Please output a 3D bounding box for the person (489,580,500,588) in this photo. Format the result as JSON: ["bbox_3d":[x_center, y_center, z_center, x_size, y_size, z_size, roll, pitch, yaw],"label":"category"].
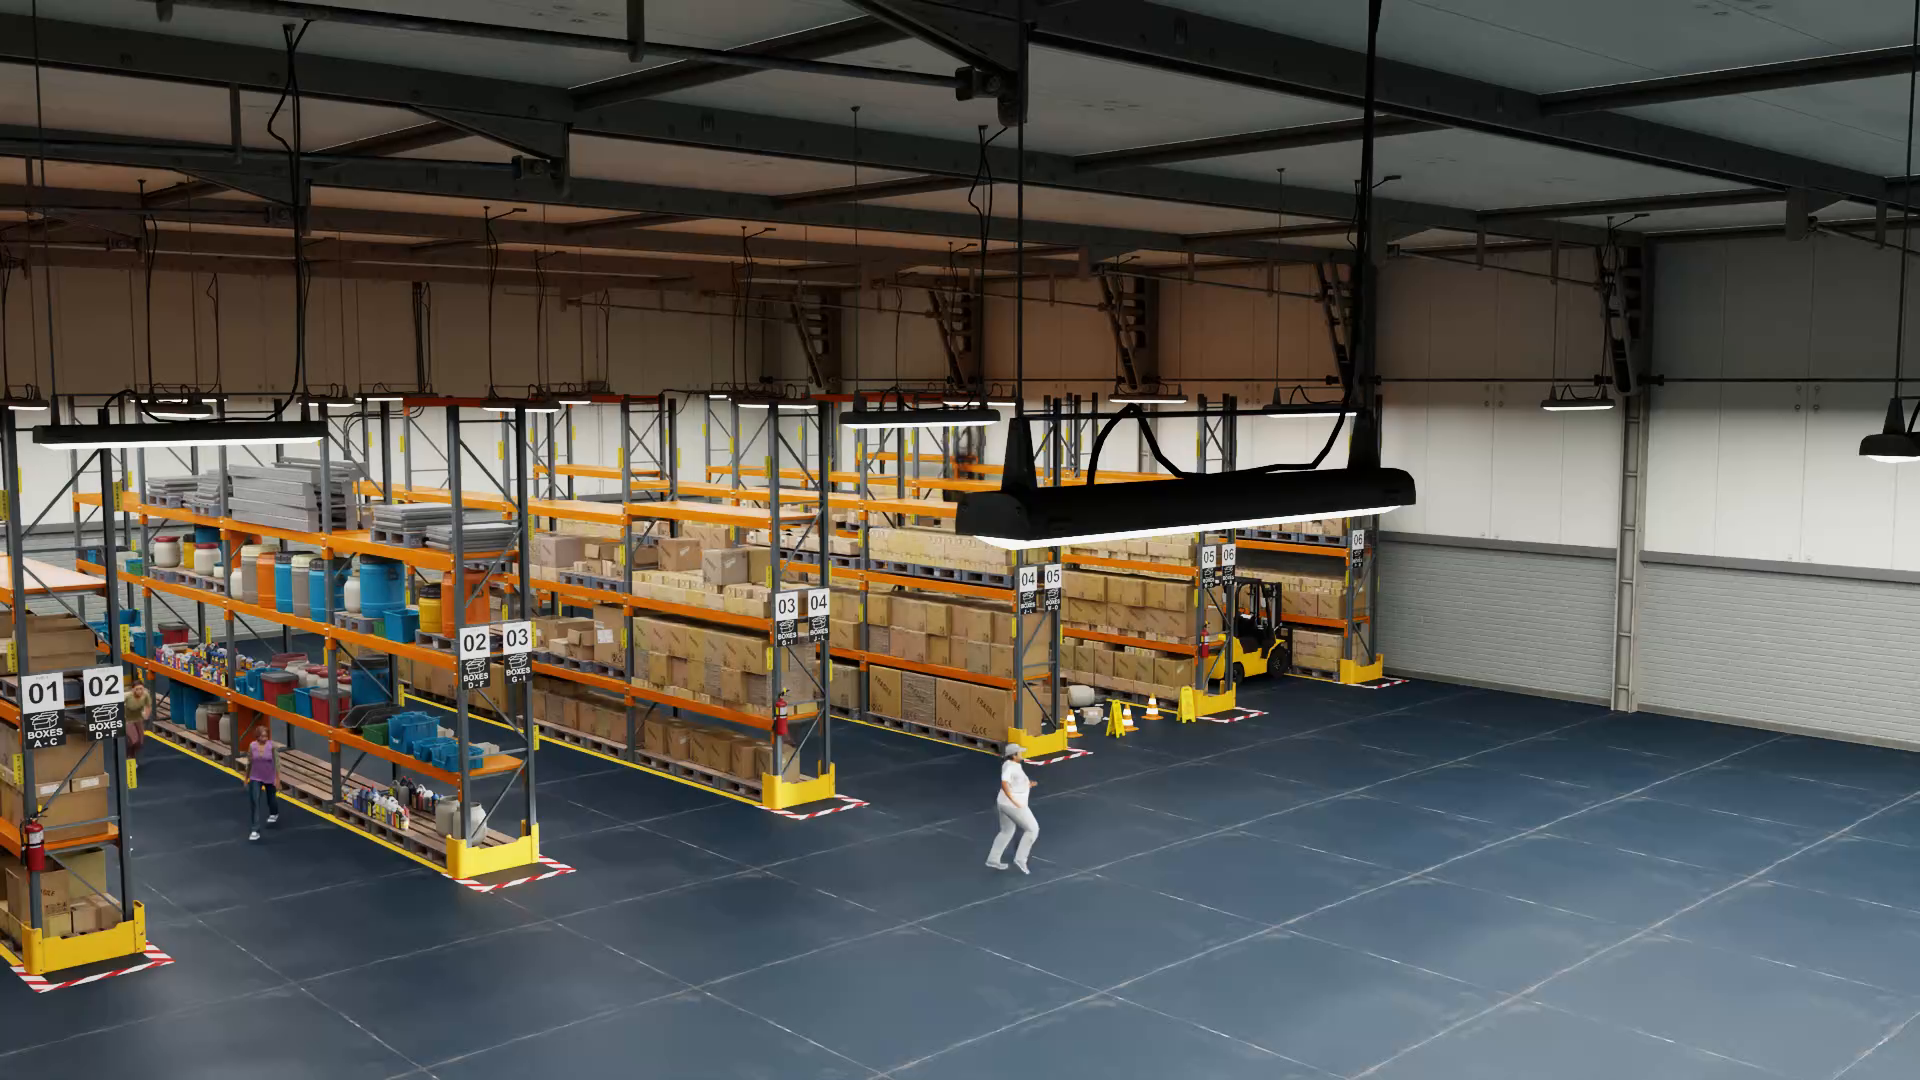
[{"bbox_3d":[-10.990,1.684,38.948,1.105,1.794,0.737,4,7,39],"label":"person"}]

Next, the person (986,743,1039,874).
[{"bbox_3d":[0.688,3.457,21.363,0.721,1.711,0.581,-2,6,-18],"label":"person"}]

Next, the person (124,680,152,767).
[{"bbox_3d":[-13.417,2.984,26.921,0.820,1.505,0.607,5,7,42],"label":"person"}]

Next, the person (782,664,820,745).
[{"bbox_3d":[-2.767,2.827,28.620,0.855,1.484,0.601,2,6,17],"label":"person"}]

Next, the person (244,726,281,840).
[{"bbox_3d":[-9.705,3.320,23.129,0.507,1.528,0.989,-2,6,-17],"label":"person"}]
